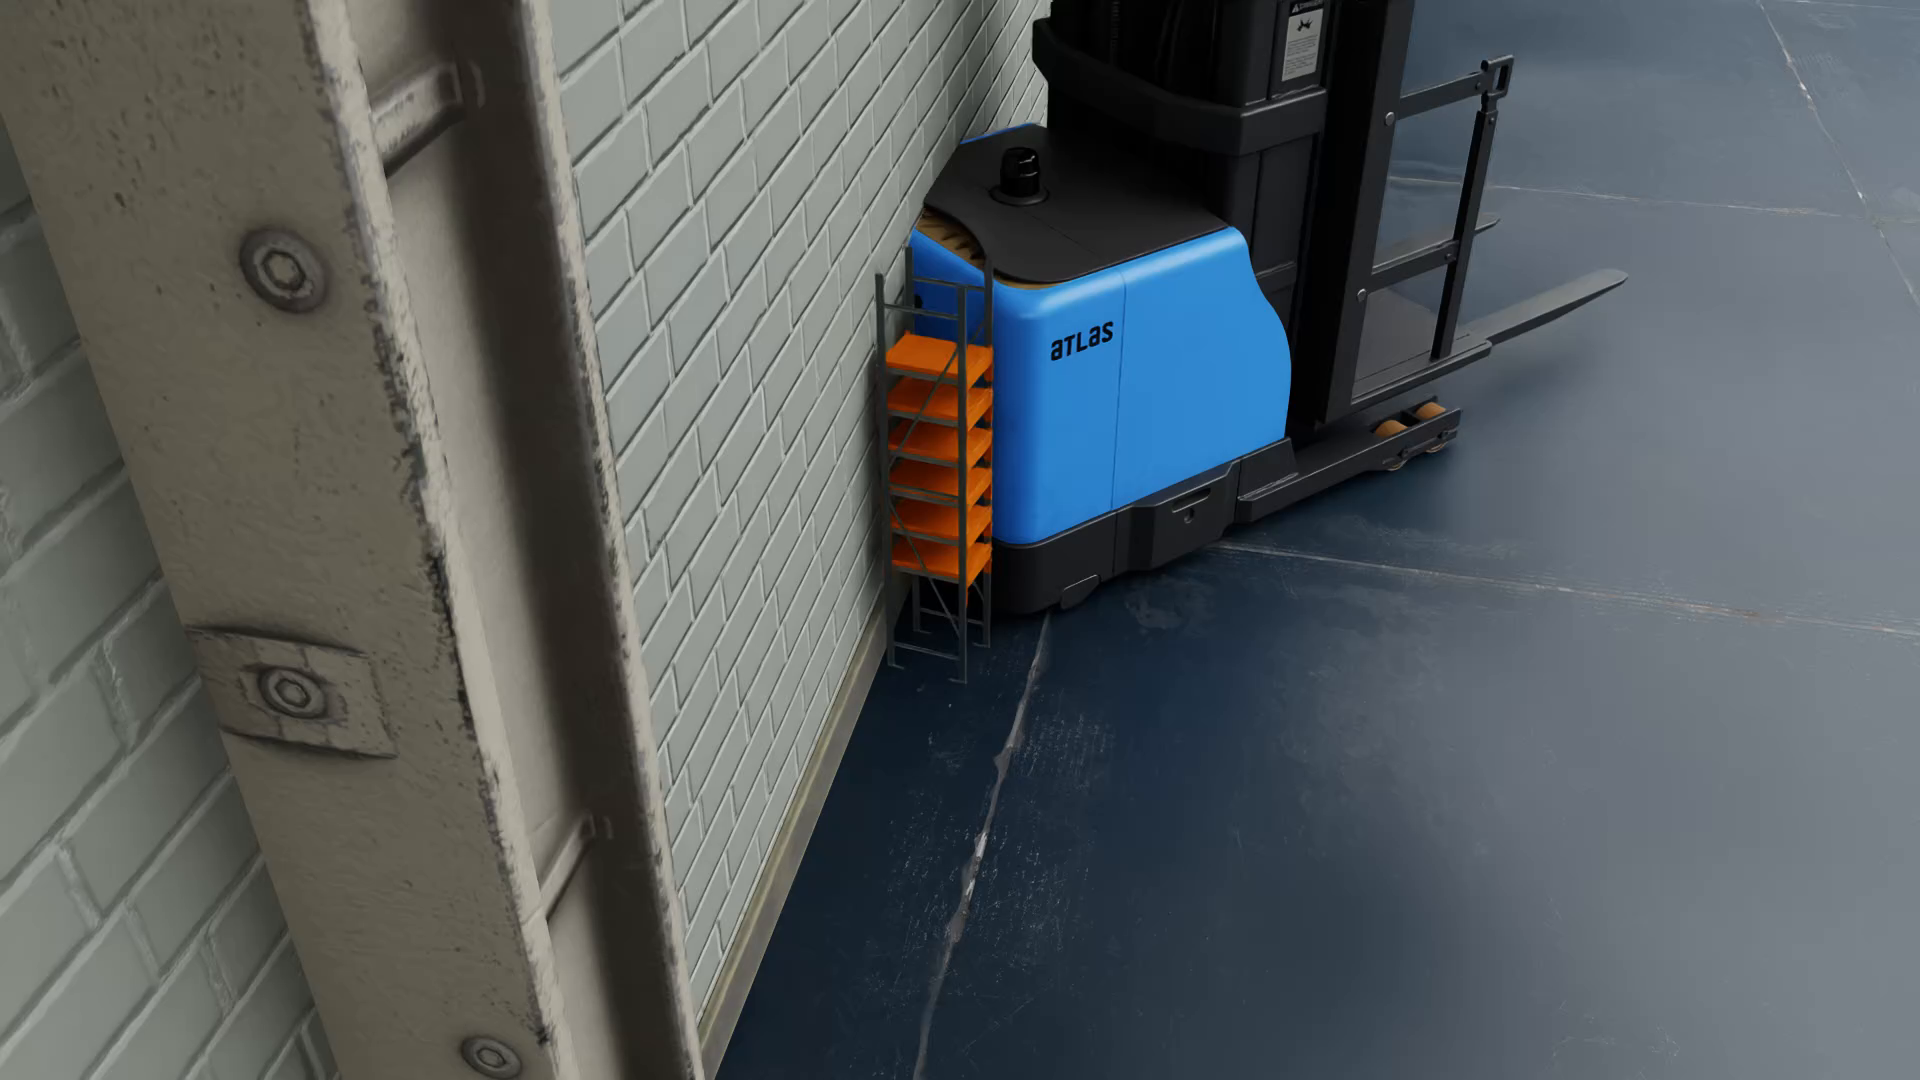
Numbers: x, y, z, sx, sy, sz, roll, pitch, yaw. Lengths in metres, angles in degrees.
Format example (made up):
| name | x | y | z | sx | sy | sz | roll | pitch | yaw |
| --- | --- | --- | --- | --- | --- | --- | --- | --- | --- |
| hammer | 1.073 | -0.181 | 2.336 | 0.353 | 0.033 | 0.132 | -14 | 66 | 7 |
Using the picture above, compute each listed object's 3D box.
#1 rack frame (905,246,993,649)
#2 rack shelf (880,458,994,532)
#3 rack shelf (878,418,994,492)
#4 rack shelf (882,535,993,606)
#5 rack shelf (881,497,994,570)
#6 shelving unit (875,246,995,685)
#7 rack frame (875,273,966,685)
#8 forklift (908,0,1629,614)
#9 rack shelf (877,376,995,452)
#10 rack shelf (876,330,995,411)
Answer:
| name | x | y | z | sx | sy | sz | roll | pitch | yaw |
| --- | --- | --- | --- | --- | --- | --- | --- | --- | --- |
| rack frame | -0.027 | -0.217 | 4.522 | 0.240 | 1.200 | 0.006 | 12 | 34 | 19 |
| rack shelf | -0.061 | -0.134 | 4.474 | 0.258 | 0.103 | 0.180 | 12 | 34 | 19 |
| rack shelf | -0.061 | -0.236 | 4.410 | 0.258 | 0.103 | 0.180 | 12 | 34 | 19 |
| rack shelf | -0.061 | 0.069 | 4.602 | 0.258 | 0.103 | 0.180 | 12 | 34 | 19 |
| rack shelf | -0.061 | -0.033 | 4.538 | 0.258 | 0.103 | 0.180 | 12 | 34 | 19 |
| shelving unit | -0.061 | -0.172 | 4.451 | 0.258 | 1.200 | 0.189 | 12 | 34 | 19 |
| rack frame | -0.096 | -0.126 | 4.379 | 0.240 | 1.200 | 0.006 | 12 | 34 | 19 |
| forklift | 1.082 | -1.650 | 5.029 | 3.031 | 2.935 | 1.130 | -22 | 42 | -28 |
| rack shelf | -0.062 | -0.337 | 4.346 | 0.258 | 0.103 | 0.180 | 12 | 34 | 19 |
| rack shelf | -0.062 | -0.439 | 4.282 | 0.258 | 0.103 | 0.180 | 12 | 34 | 19 |
